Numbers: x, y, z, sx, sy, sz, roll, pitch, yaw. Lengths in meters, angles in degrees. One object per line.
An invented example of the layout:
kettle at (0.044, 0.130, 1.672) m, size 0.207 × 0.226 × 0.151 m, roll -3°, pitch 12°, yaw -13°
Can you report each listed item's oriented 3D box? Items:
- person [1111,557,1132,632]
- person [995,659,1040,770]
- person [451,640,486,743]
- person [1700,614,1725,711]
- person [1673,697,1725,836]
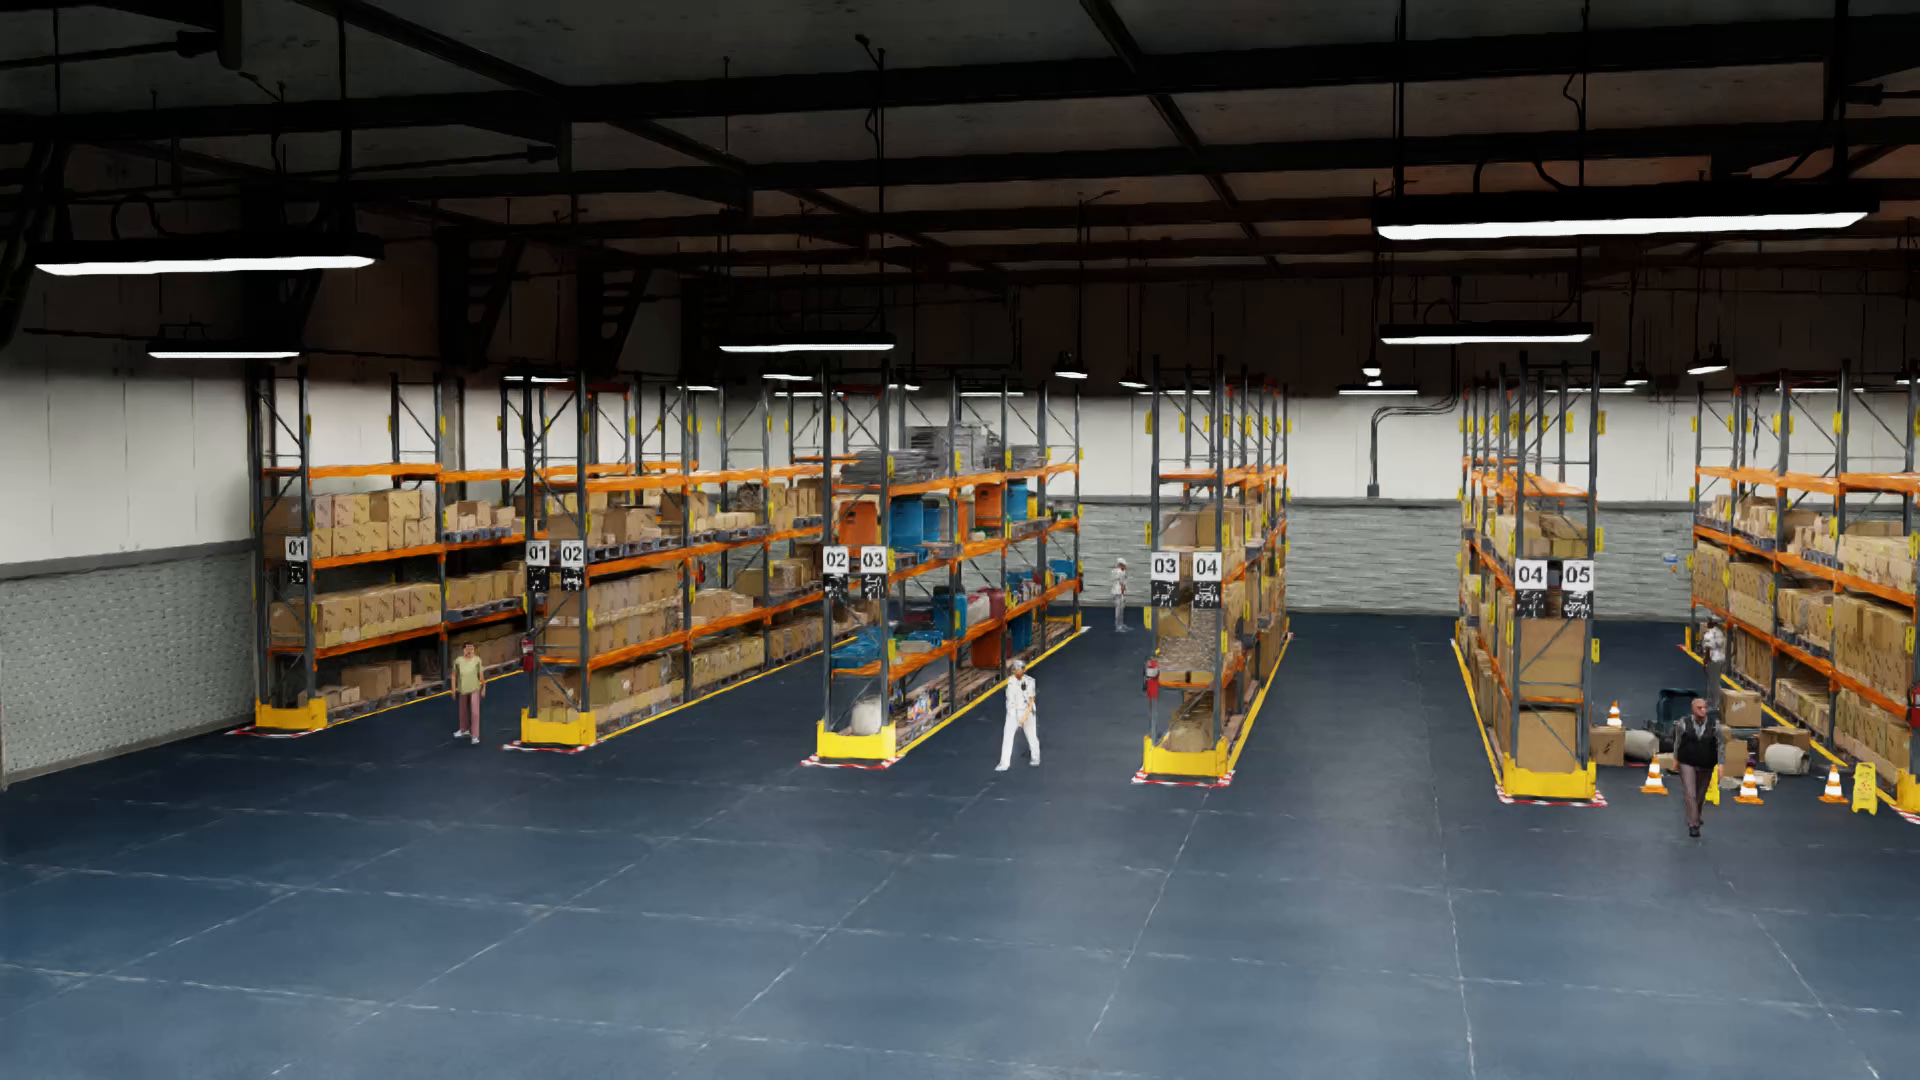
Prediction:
person at (3.958, 1.317, 40.327) m, size 0.527 × 1.784 × 0.600 m, roll -1°, pitch 4°, yaw -14°
person at (0.886, 2.524, 24.175) m, size 0.476 × 1.598 × 1.003 m, roll 2°, pitch 4°, yaw 23°
person at (-7.787, 2.380, 26.303) m, size 0.518 × 1.621 × 0.956 m, roll -1°, pitch 4°, yaw -11°
person at (13.213, 2.141, 29.243) m, size 0.551 × 1.664 × 0.574 m, roll 4°, pitch 6°, yaw 44°
person at (9.087, 2.759, 20.437) m, size 0.555 × 1.673 × 1.008 m, roll 1°, pitch 4°, yaw 13°
